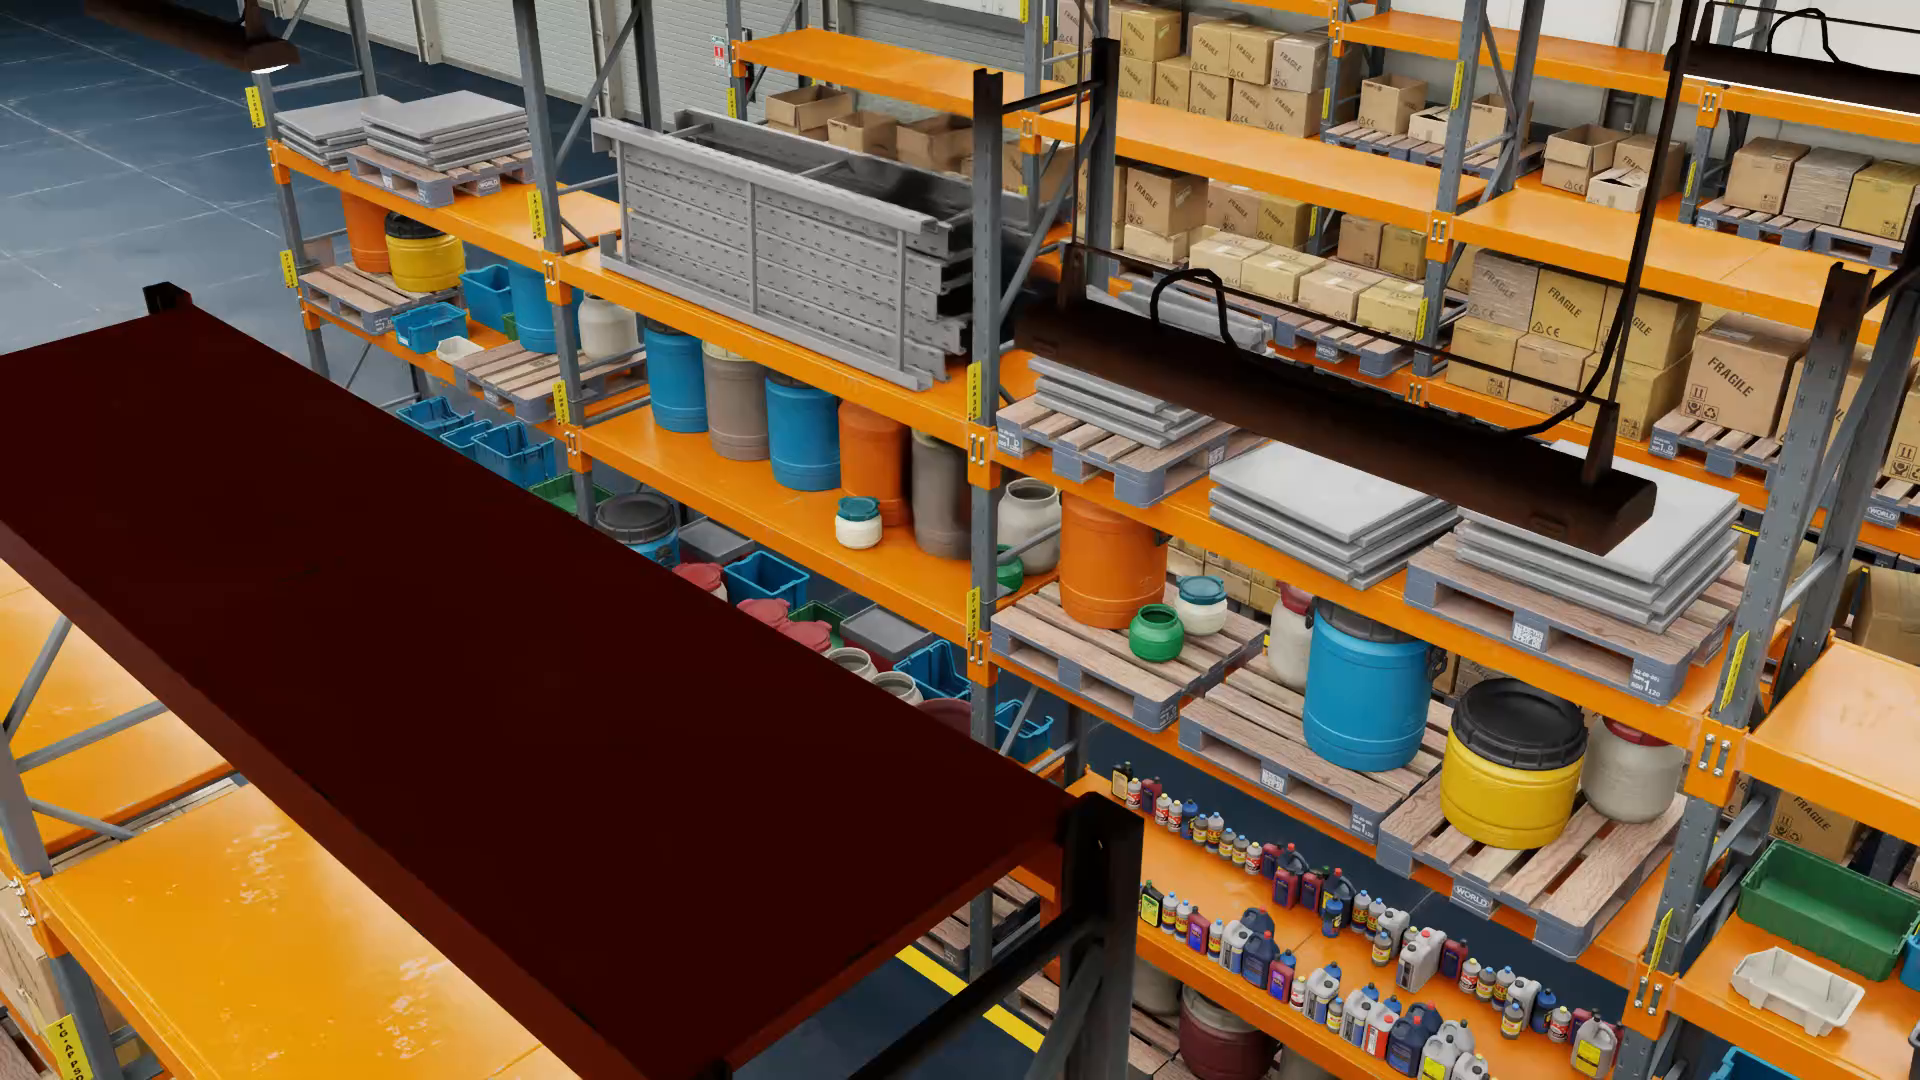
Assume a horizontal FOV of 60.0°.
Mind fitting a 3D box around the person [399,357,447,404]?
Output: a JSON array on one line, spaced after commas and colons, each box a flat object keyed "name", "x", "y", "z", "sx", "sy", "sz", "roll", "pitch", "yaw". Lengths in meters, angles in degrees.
[{"name": "person", "x": -6.058, "y": -2.356, "z": 18.671, "sx": 0.592, "sy": 1.731, "sz": 0.679, "roll": -10, "pitch": 31, "yaw": -17}]
